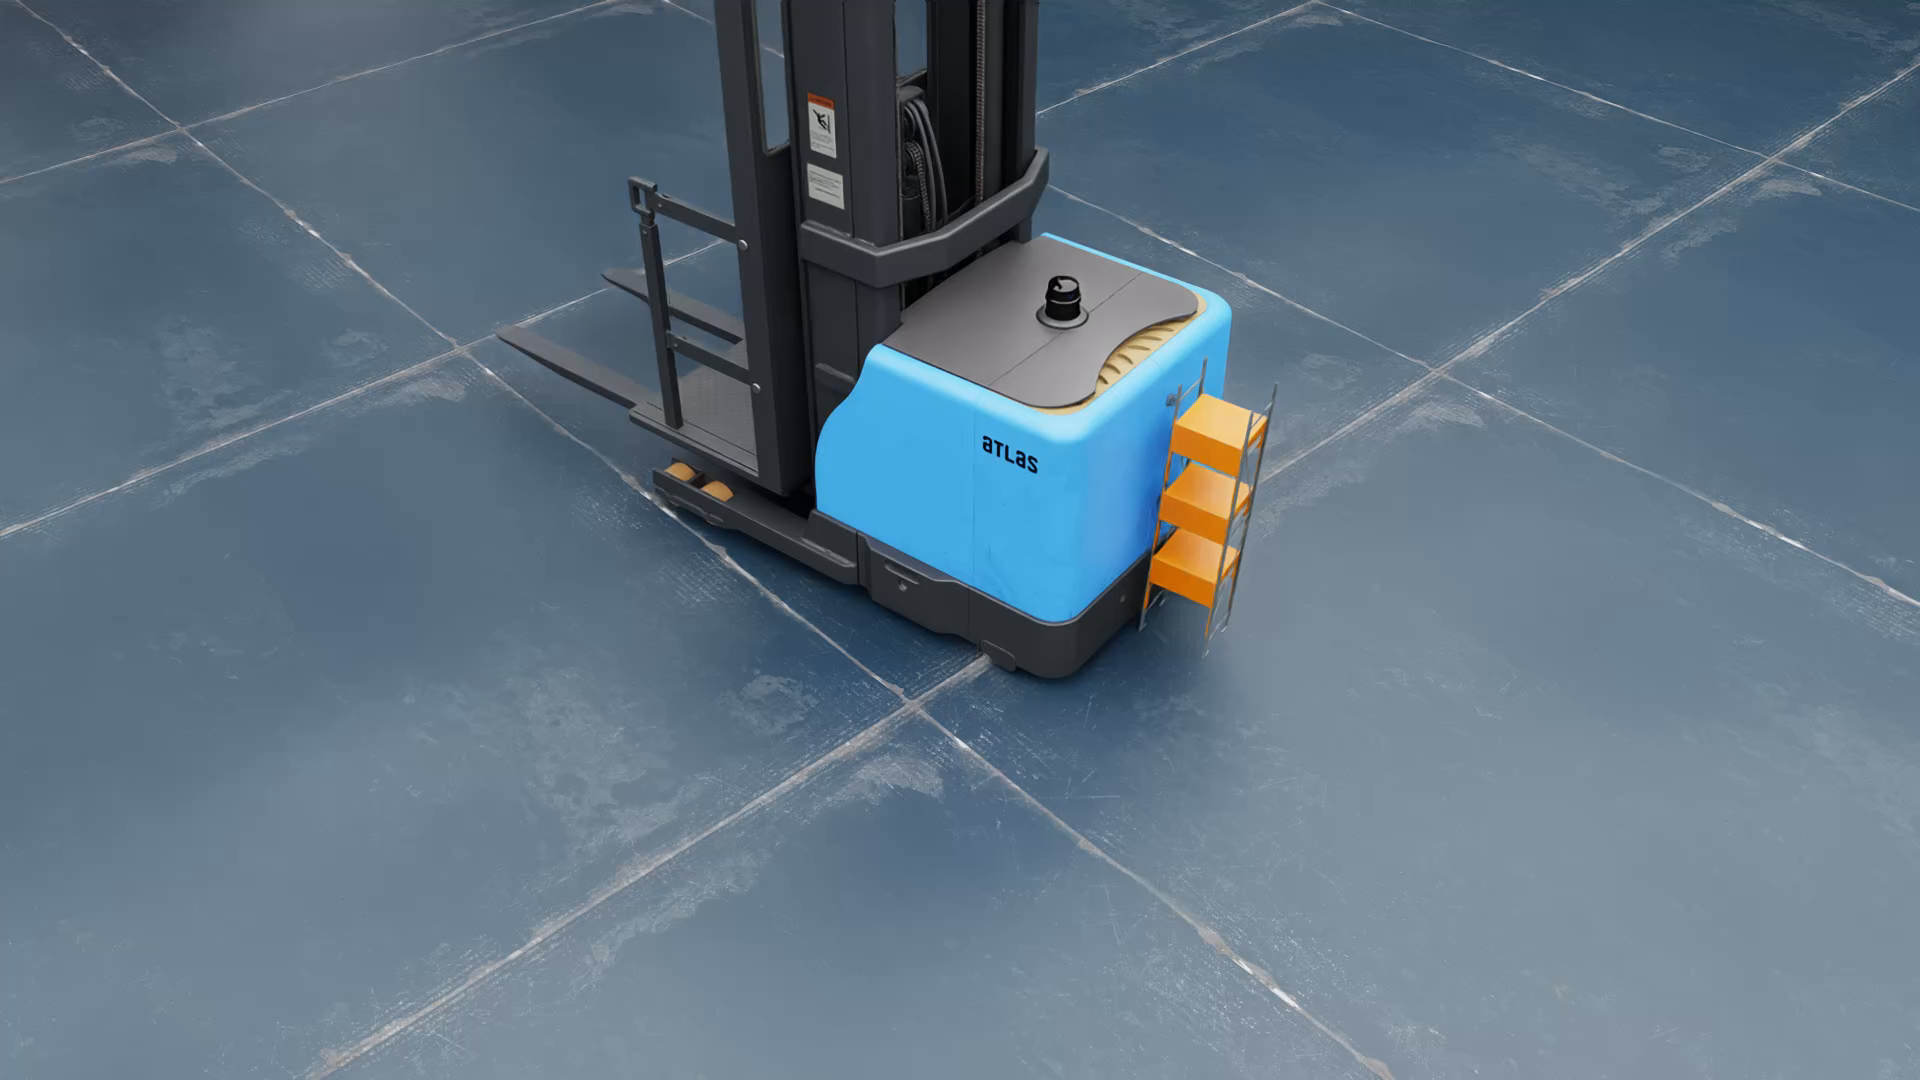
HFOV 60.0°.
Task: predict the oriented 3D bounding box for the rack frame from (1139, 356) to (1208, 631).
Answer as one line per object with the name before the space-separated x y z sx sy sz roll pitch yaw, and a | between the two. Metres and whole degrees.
rack frame | 0.708 -0.132 5.557 0.008 1.050 0.200 24 45 22

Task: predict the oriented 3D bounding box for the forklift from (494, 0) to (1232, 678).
forklift | -0.554 -1.434 5.692 3.031 2.935 1.130 26 45 28

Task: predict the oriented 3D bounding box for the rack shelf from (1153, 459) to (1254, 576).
rack shelf | 0.811 -0.078 5.518 0.240 0.259 0.215 24 45 22

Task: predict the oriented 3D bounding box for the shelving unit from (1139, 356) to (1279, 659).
shelving unit | 0.811 -0.086 5.511 0.252 1.050 0.215 24 45 22

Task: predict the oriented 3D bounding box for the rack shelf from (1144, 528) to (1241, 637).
rack shelf | 0.798 0.133 5.699 0.240 0.259 0.215 24 45 22

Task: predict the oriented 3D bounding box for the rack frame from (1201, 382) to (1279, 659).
rack frame | 0.914 -0.040 5.465 0.008 1.050 0.200 24 45 22

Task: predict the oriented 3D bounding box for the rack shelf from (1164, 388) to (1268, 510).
rack shelf | 0.824 -0.293 5.334 0.240 0.259 0.215 24 45 22
